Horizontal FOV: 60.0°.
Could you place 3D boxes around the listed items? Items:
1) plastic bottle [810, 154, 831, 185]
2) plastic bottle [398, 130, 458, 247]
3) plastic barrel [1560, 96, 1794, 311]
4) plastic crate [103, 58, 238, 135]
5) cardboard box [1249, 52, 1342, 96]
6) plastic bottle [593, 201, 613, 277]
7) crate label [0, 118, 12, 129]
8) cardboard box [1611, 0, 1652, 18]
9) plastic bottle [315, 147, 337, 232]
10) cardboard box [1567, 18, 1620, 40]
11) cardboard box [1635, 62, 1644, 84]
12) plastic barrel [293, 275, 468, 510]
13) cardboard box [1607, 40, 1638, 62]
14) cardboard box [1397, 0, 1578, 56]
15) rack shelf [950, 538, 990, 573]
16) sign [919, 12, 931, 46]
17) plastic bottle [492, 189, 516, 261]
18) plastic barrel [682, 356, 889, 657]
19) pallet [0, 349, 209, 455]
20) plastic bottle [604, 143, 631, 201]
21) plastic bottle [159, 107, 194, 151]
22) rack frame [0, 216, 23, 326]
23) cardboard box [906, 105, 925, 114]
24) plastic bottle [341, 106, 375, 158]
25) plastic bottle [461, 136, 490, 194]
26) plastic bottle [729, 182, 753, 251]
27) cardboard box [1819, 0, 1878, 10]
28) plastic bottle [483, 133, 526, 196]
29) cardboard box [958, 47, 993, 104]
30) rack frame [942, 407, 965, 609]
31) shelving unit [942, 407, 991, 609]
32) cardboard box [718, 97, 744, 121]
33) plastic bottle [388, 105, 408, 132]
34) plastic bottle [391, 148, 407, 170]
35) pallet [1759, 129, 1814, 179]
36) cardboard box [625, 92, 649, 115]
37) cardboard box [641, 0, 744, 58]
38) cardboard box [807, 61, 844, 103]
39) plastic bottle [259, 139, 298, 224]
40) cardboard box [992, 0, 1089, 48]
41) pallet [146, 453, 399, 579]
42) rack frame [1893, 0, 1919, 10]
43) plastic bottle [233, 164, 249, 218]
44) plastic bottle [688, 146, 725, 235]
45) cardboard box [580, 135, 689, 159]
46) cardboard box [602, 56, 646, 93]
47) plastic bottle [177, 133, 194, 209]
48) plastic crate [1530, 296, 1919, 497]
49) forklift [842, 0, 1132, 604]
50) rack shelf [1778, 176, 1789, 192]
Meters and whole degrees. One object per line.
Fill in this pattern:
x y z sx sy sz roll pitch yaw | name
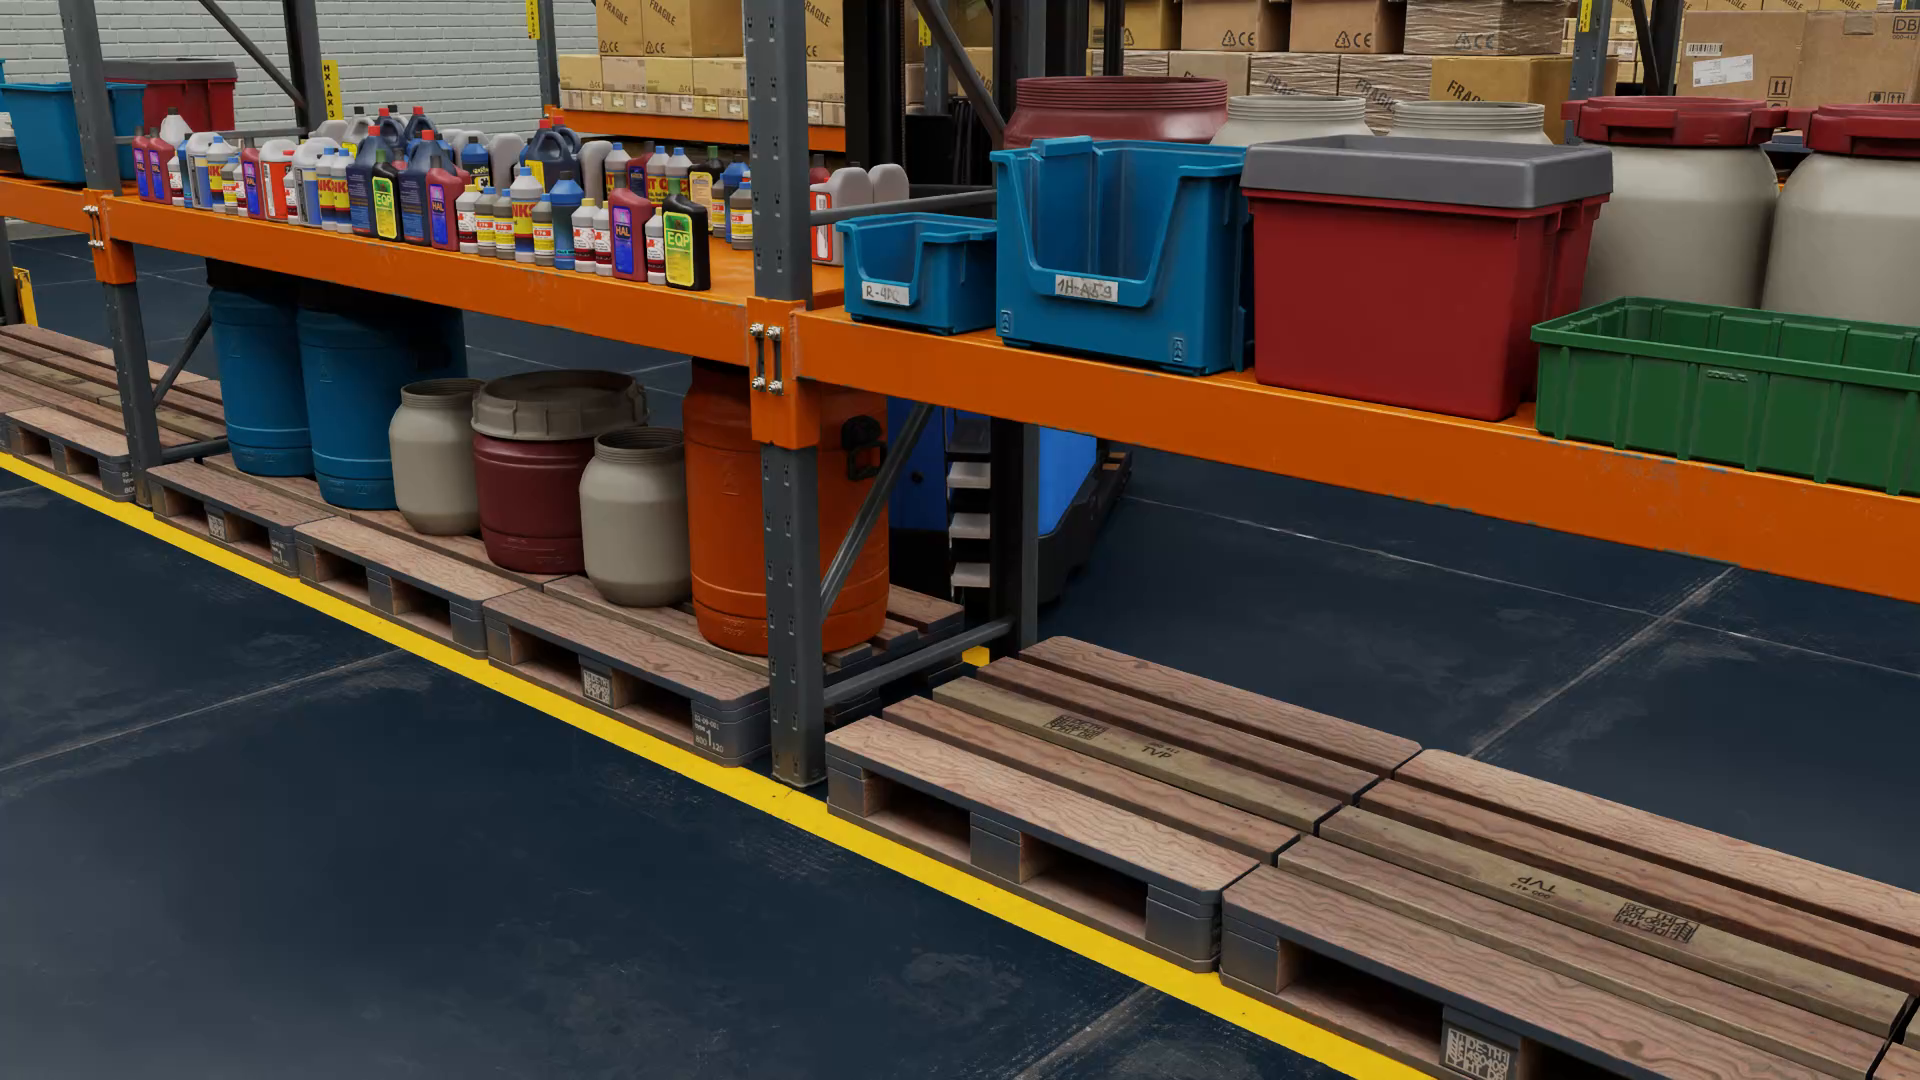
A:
-0.462 -1.057 5.176 0.133 0.283 0.061 15 23 39 | plastic bottle
-1.669 -1.108 5.227 0.185 0.351 0.144 15 23 39 | plastic bottle
1.412 -0.614 3.362 0.433 0.535 0.433 0 18 0 | plastic barrel
-3.630 -1.974 7.669 0.583 0.464 0.402 15 23 39 | plastic crate
1.857 -2.292 8.711 0.500 0.500 0.500 14 22 38 | cardboard box
-0.970 -0.840 4.628 0.097 0.201 0.097 0 18 0 | plastic bottle
-4.959 -2.151 8.767 0.243 0.136 0.396 15 23 39 | crate label
6.875 -5.413 16.891 0.500 0.500 0.500 15 23 40 | cardboard box
-2.101 -1.177 5.574 0.097 0.271 0.097 0 18 0 | plastic bottle
4.688 -3.770 12.269 0.250 0.149 0.380 16 24 41 | cardboard box
5.081 -3.381 12.026 0.250 0.149 0.380 14 22 37 | cardboard box
-2.204 -0.624 6.394 0.708 0.901 0.600 15 23 39 | plastic barrel
4.880 -3.576 12.149 0.250 0.149 0.380 16 23 41 | cardboard box
2.614 -2.673 8.252 0.637 0.503 0.797 16 24 41 | cardboard box
0.085 0.015 5.409 0.200 0.077 0.258 2 30 8 | rack shelf
-0.209 -3.124 9.936 0.005 0.325 0.100 15 23 39 | sign
-1.334 -0.938 4.936 0.097 0.201 0.097 0 18 0 | plastic bottle
-0.514 -0.136 4.976 0.708 0.830 0.600 15 23 39 | plastic barrel
-4.621 -0.734 8.576 1.213 0.211 1.003 15 23 39 | pallet
-1.179 -1.236 5.761 0.097 0.271 0.097 0 18 0 | plastic bottle
-3.051 -1.504 6.473 0.185 0.351 0.144 15 23 39 | plastic bottle
-6.121 -2.482 9.475 0.127 3.000 1.000 15 23 39 | rack frame
-0.287 -2.667 10.473 0.250 0.149 0.380 15 23 40 | cardboard box
-2.320 -1.513 6.501 0.185 0.351 0.144 15 23 39 | plastic bottle
-1.764 -1.332 6.062 0.097 0.271 0.097 0 18 0 | plastic bottle
-0.661 -1.002 5.140 0.097 0.201 0.097 0 18 0 | plastic bottle
8.412 -5.010 15.622 0.500 0.500 0.500 15 23 39 | cardboard box
-1.695 -1.366 6.162 0.135 0.276 0.152 15 23 39 | plastic bottle
0.337 -2.699 9.991 0.500 0.500 0.500 15 23 39 | cardboard box
-0.020 -0.096 5.362 0.006 0.900 0.240 2 30 8 | rack frame
0.081 -0.092 5.348 0.210 0.900 0.258 2 30 8 | shelving unit
-1.438 -2.977 11.447 0.250 0.149 0.380 16 23 40 | cardboard box
-2.224 -1.545 6.604 0.185 0.351 0.144 15 23 39 | plastic bottle
-1.775 -1.112 5.351 0.133 0.283 0.061 15 23 39 | plastic bottle
3.754 -1.786 7.599 1.003 0.211 1.213 15 23 39 | pallet
-2.206 -3.183 12.097 0.250 0.149 0.380 15 23 38 | cardboard box
-1.888 -3.670 11.734 0.500 0.500 0.500 14 23 38 | cardboard box
-0.734 -3.003 10.871 0.500 0.250 0.500 16 24 41 | cardboard box
-2.343 -1.255 5.813 0.135 0.276 0.152 15 23 39 | plastic bottle
0.642 -3.199 9.910 0.637 0.503 0.797 14 23 38 | cardboard box
-2.580 -0.186 6.848 1.213 0.211 1.003 15 23 39 | pallet
6.518 -3.099 11.417 0.127 3.000 1.000 15 23 39 | rack frame
-2.548 -1.263 5.962 0.097 0.201 0.097 0 18 0 | plastic bottle
-0.835 -1.157 5.492 0.133 0.283 0.061 15 23 39 | plastic bottle
-2.301 -2.680 12.916 0.875 0.875 0.875 15 23 39 | cardboard box
-2.260 -3.413 12.163 0.500 0.250 0.500 15 23 39 | cardboard box
-2.867 -1.382 6.222 0.097 0.271 0.097 0 18 0 | plastic bottle
1.365 -0.258 2.816 0.662 0.188 0.450 15 23 39 | plastic crate
0.143 -1.581 6.748 1.130 2.935 3.031 4 18 13 | forklift
4.646 -1.252 6.788 4.000 0.370 1.077 15 23 39 | rack shelf
